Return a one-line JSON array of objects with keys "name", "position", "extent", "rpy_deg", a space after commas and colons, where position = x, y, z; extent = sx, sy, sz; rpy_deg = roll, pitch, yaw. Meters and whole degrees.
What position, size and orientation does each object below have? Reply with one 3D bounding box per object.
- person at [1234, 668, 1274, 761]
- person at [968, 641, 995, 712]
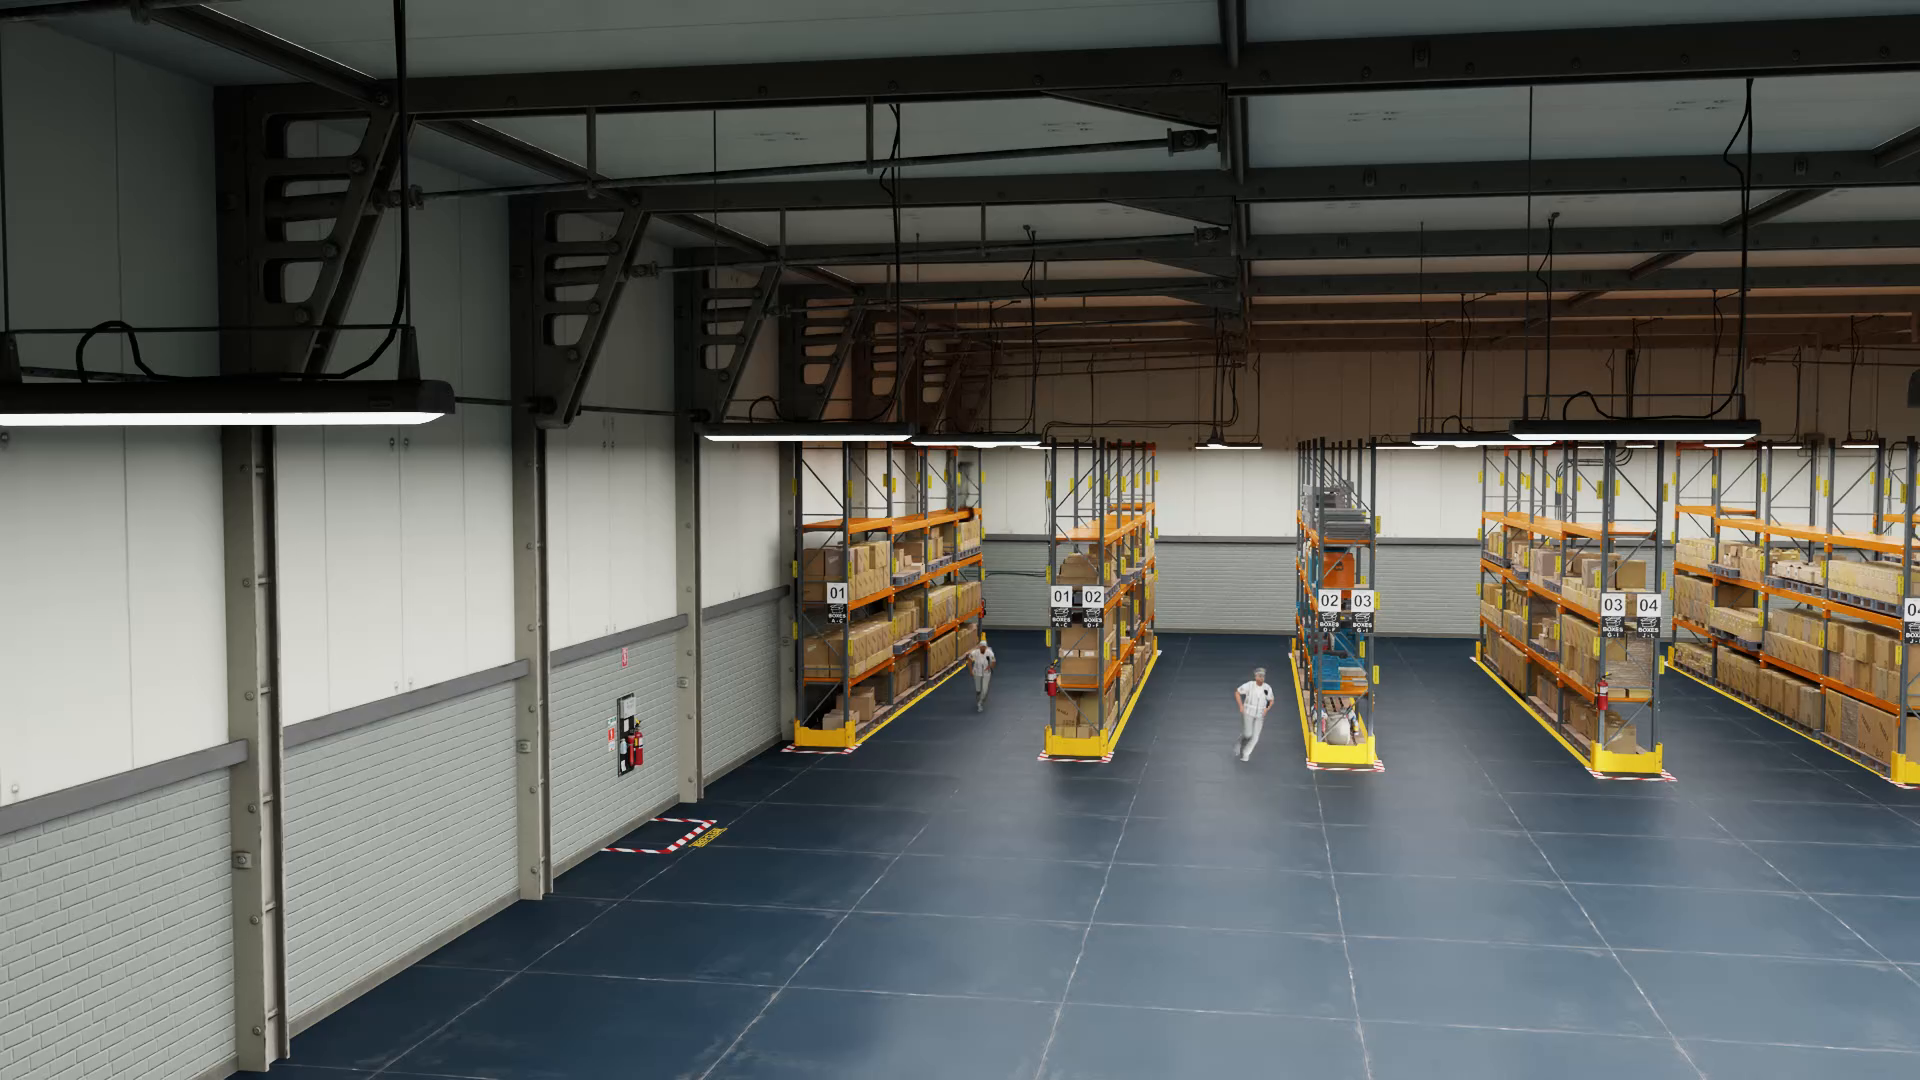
[{"name": "person", "position": [5.487, 3.237, 30.903], "extent": [0.716, 1.731, 0.546], "rpy_deg": [0, 3, -5]}, {"name": "person", "position": [0.483, 3.003, 36.715], "extent": [0.594, 1.596, 0.665], "rpy_deg": [0, 3, -7]}]
